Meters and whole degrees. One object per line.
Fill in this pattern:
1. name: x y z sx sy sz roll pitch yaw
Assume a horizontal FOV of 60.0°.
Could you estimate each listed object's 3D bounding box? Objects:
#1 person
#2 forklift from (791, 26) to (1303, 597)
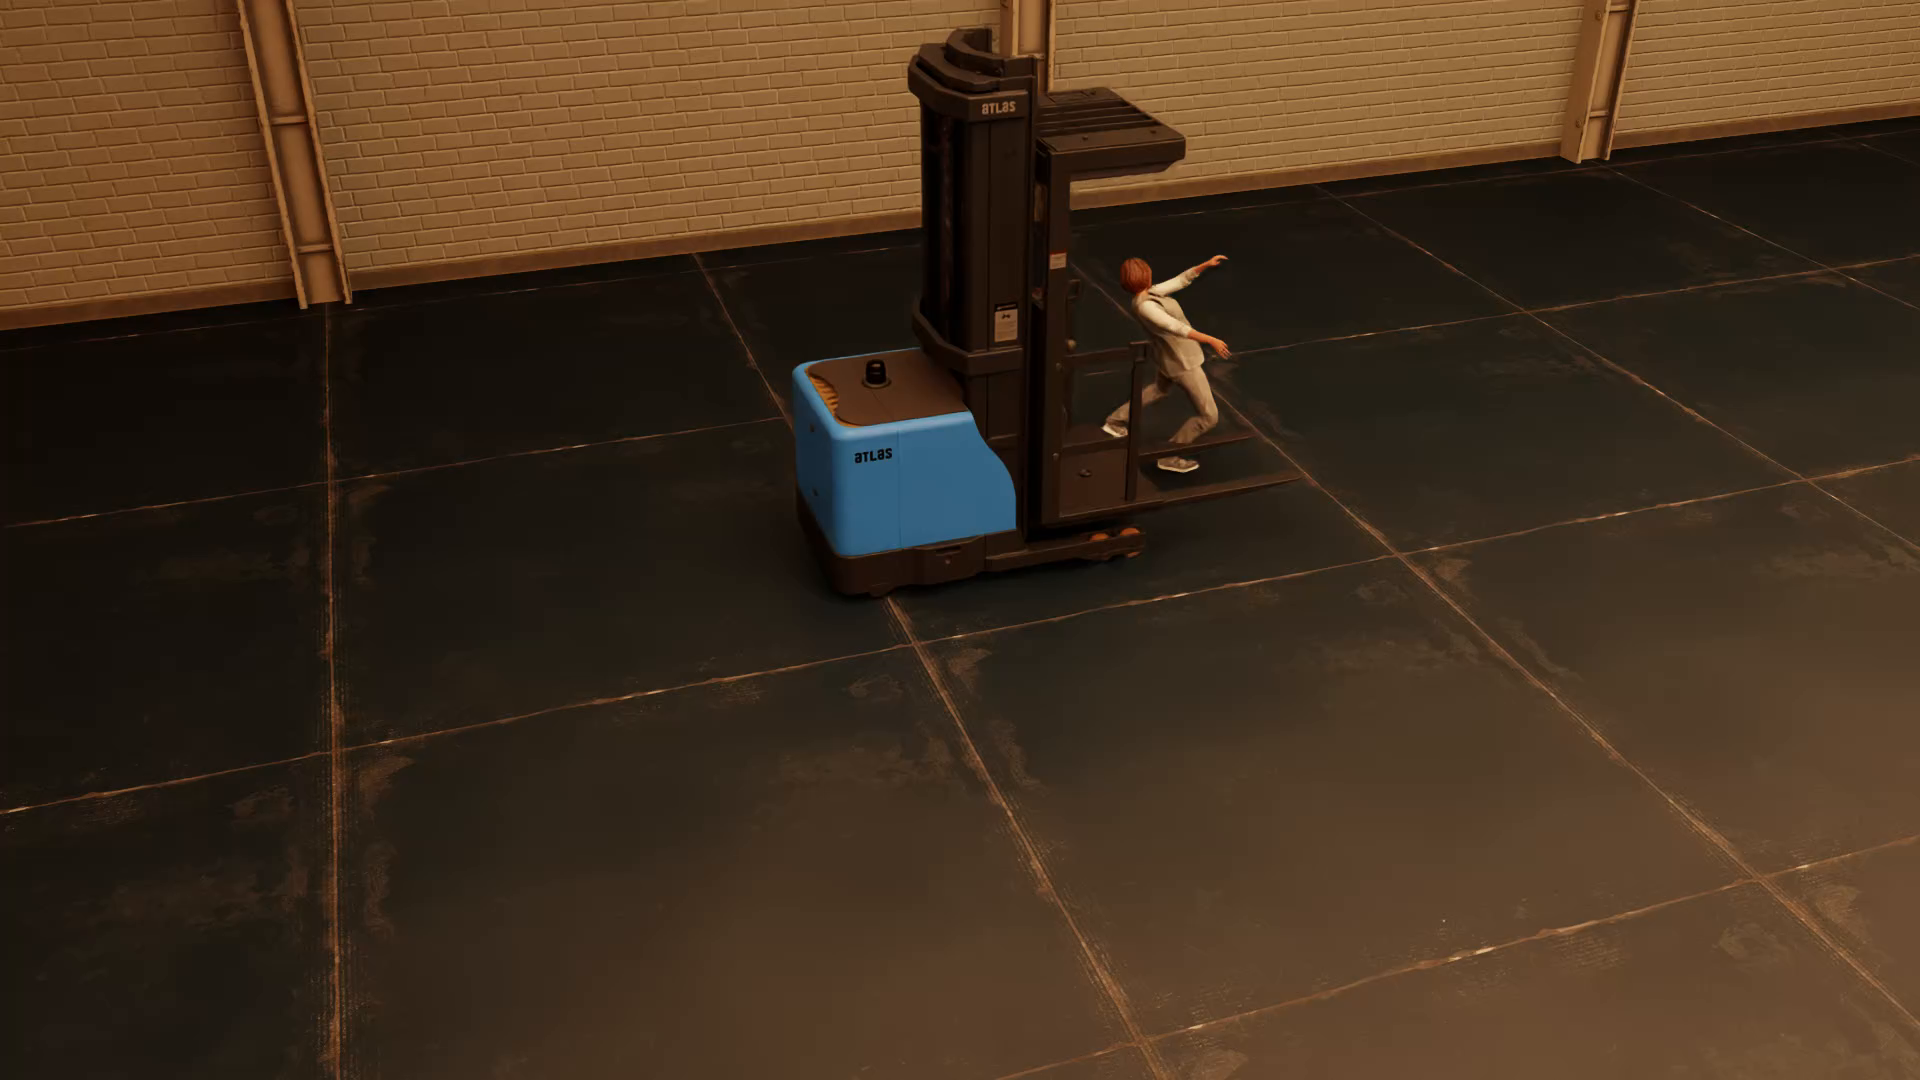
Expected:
1. person: 1.377 -1.065 10.474 0.660 1.386 0.921 -10 31 -16
2. forklift: 0.582 -1.380 9.485 3.031 2.935 1.130 -10 31 -16
